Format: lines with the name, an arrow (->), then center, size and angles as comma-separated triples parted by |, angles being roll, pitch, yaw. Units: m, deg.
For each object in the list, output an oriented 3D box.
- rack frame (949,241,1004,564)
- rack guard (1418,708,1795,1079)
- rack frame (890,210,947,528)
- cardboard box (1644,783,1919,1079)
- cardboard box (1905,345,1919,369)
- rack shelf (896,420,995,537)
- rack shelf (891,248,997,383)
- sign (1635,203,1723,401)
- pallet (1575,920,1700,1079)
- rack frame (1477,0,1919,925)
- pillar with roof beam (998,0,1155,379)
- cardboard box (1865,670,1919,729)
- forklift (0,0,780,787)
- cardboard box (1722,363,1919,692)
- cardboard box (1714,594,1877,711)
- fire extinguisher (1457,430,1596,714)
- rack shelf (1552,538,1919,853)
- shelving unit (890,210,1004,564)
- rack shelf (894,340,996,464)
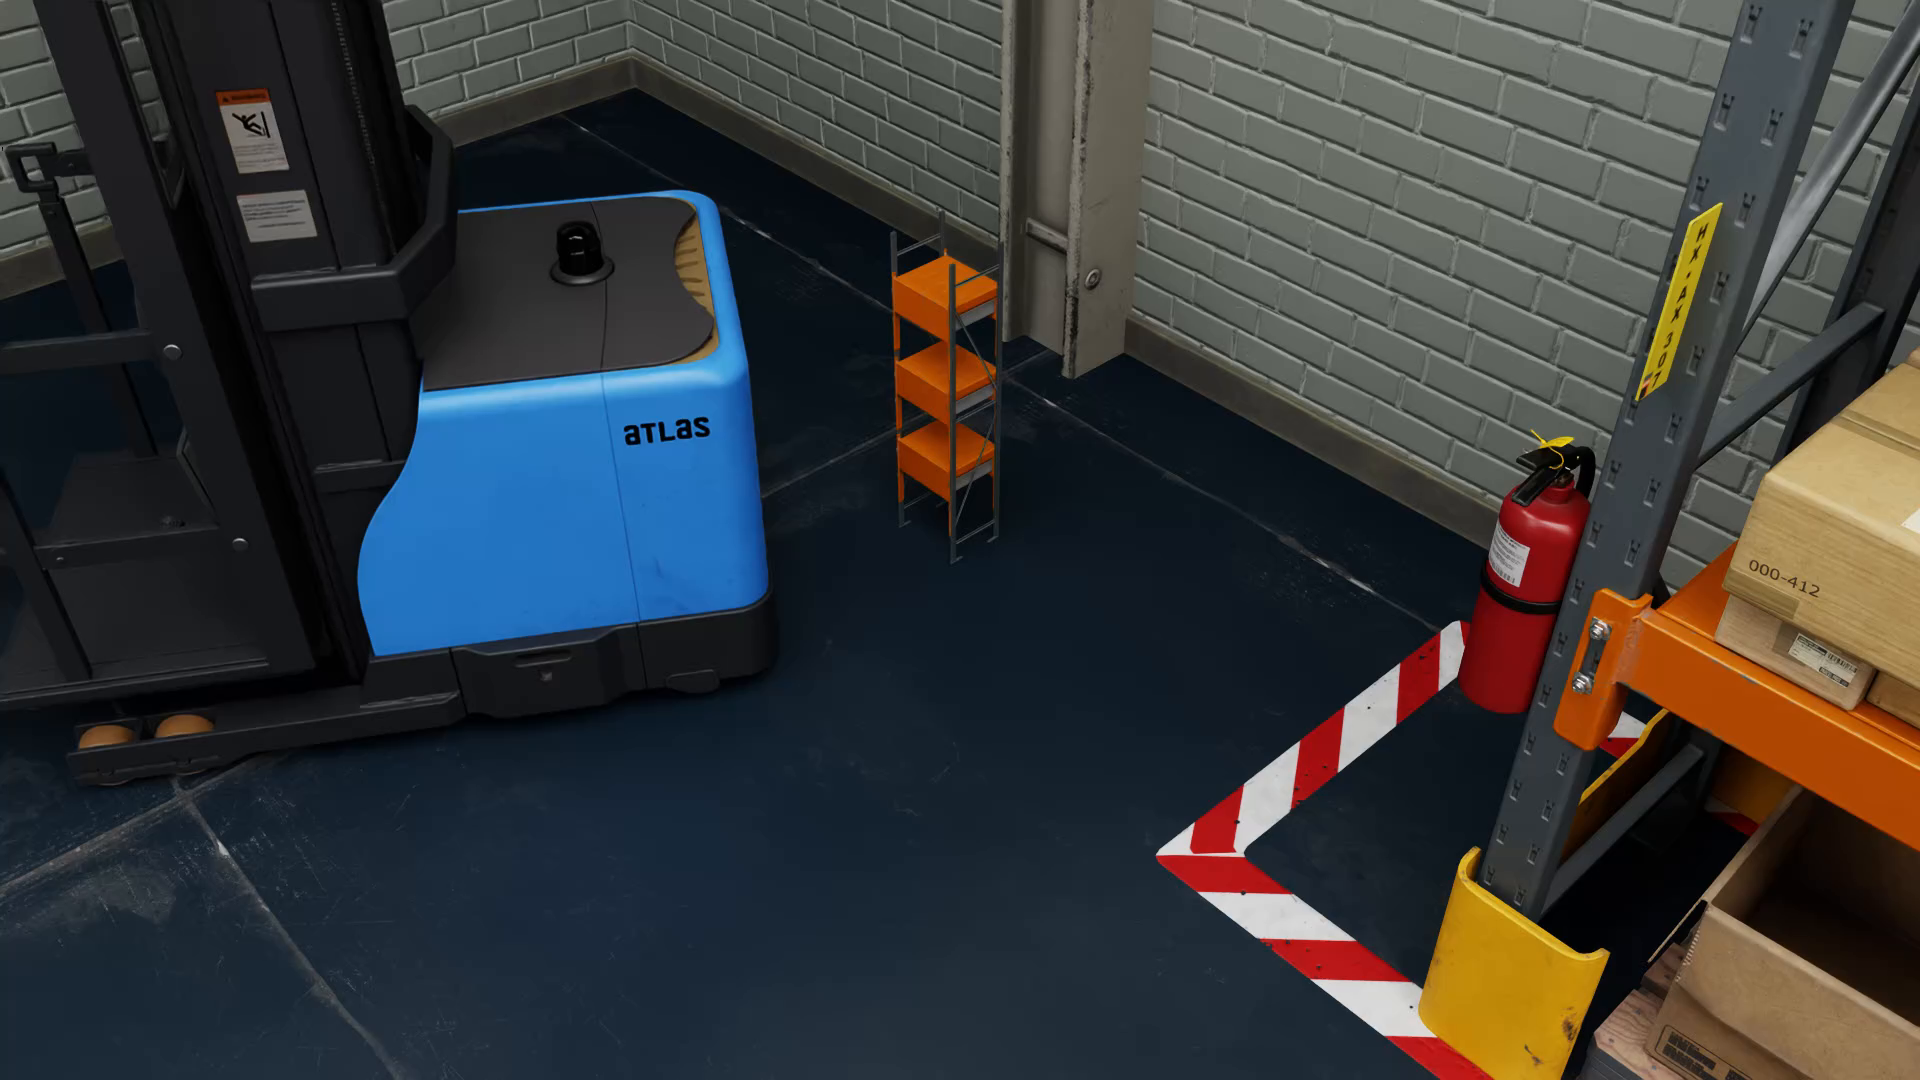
rack frame -> 0.046, -0.377, 4.881 | 0.200, 1.050, 0.008 | -30, 48, -32
rack guard -> 1.590, 0.741, 3.935 | 1.175, 0.500, 0.348 | -30, 48, -32
rack frame -> -0.119, -0.490, 5.021 | 0.200, 1.050, 0.008 | -30, 48, -32
cardboard box -> 1.883, 0.864, 3.445 | 0.797, 0.503, 0.637 | -32, 49, -33
cardboard box -> 2.045, -0.224, 3.023 | 0.500, 0.250, 0.500 | -29, 47, -31
rack shelf -> -0.036, -0.209, 5.132 | 0.215, 0.259, 0.240 | -30, 48, -32
rack shelf -> -0.036, -0.646, 4.779 | 0.215, 0.259, 0.240 | -30, 48, -32
sign -> 1.139, -0.373, 2.636 | 0.100, 0.325, 0.005 | -30, 48, -32
pallet -> 2.130, 1.222, 3.570 | 1.003, 0.211, 1.213 | -30, 48, -32
rack frame -> 1.539, -0.267, 3.193 | 1.000, 3.000, 0.127 | -30, 48, -32
pillar with roof beam -> -2.792, -2.402, 1.063 | 9.100, 9.000, 0.400 | -30, 48, -32
cardboard box -> 1.765, 0.197, 2.818 | 0.380, 0.149, 0.250 | -29, 47, -31
forklift -> -2.085, -0.848, 3.967 | 3.031, 2.935, 1.130 | -7, 40, -9
cardboard box -> 1.647, 0.000, 2.745 | 0.500, 0.250, 0.500 | -30, 47, -32
cardboard box -> 1.559, 0.099, 2.940 | 0.380, 0.149, 0.250 | -30, 48, -32
fire extinguisher -> 1.099, 0.036, 3.176 | 0.296, 0.674, 0.183 | -30, 48, -32
rack shelf -> 2.891, 0.938, 2.273 | 1.077, 0.370, 4.000 | -30, 48, -32
shelving unit -> -0.036, -0.433, 4.951 | 0.215, 1.050, 0.252 | -30, 48, -32
rack shelf -> -0.036, -0.425, 4.957 | 0.215, 0.259, 0.240 | -30, 48, -32
